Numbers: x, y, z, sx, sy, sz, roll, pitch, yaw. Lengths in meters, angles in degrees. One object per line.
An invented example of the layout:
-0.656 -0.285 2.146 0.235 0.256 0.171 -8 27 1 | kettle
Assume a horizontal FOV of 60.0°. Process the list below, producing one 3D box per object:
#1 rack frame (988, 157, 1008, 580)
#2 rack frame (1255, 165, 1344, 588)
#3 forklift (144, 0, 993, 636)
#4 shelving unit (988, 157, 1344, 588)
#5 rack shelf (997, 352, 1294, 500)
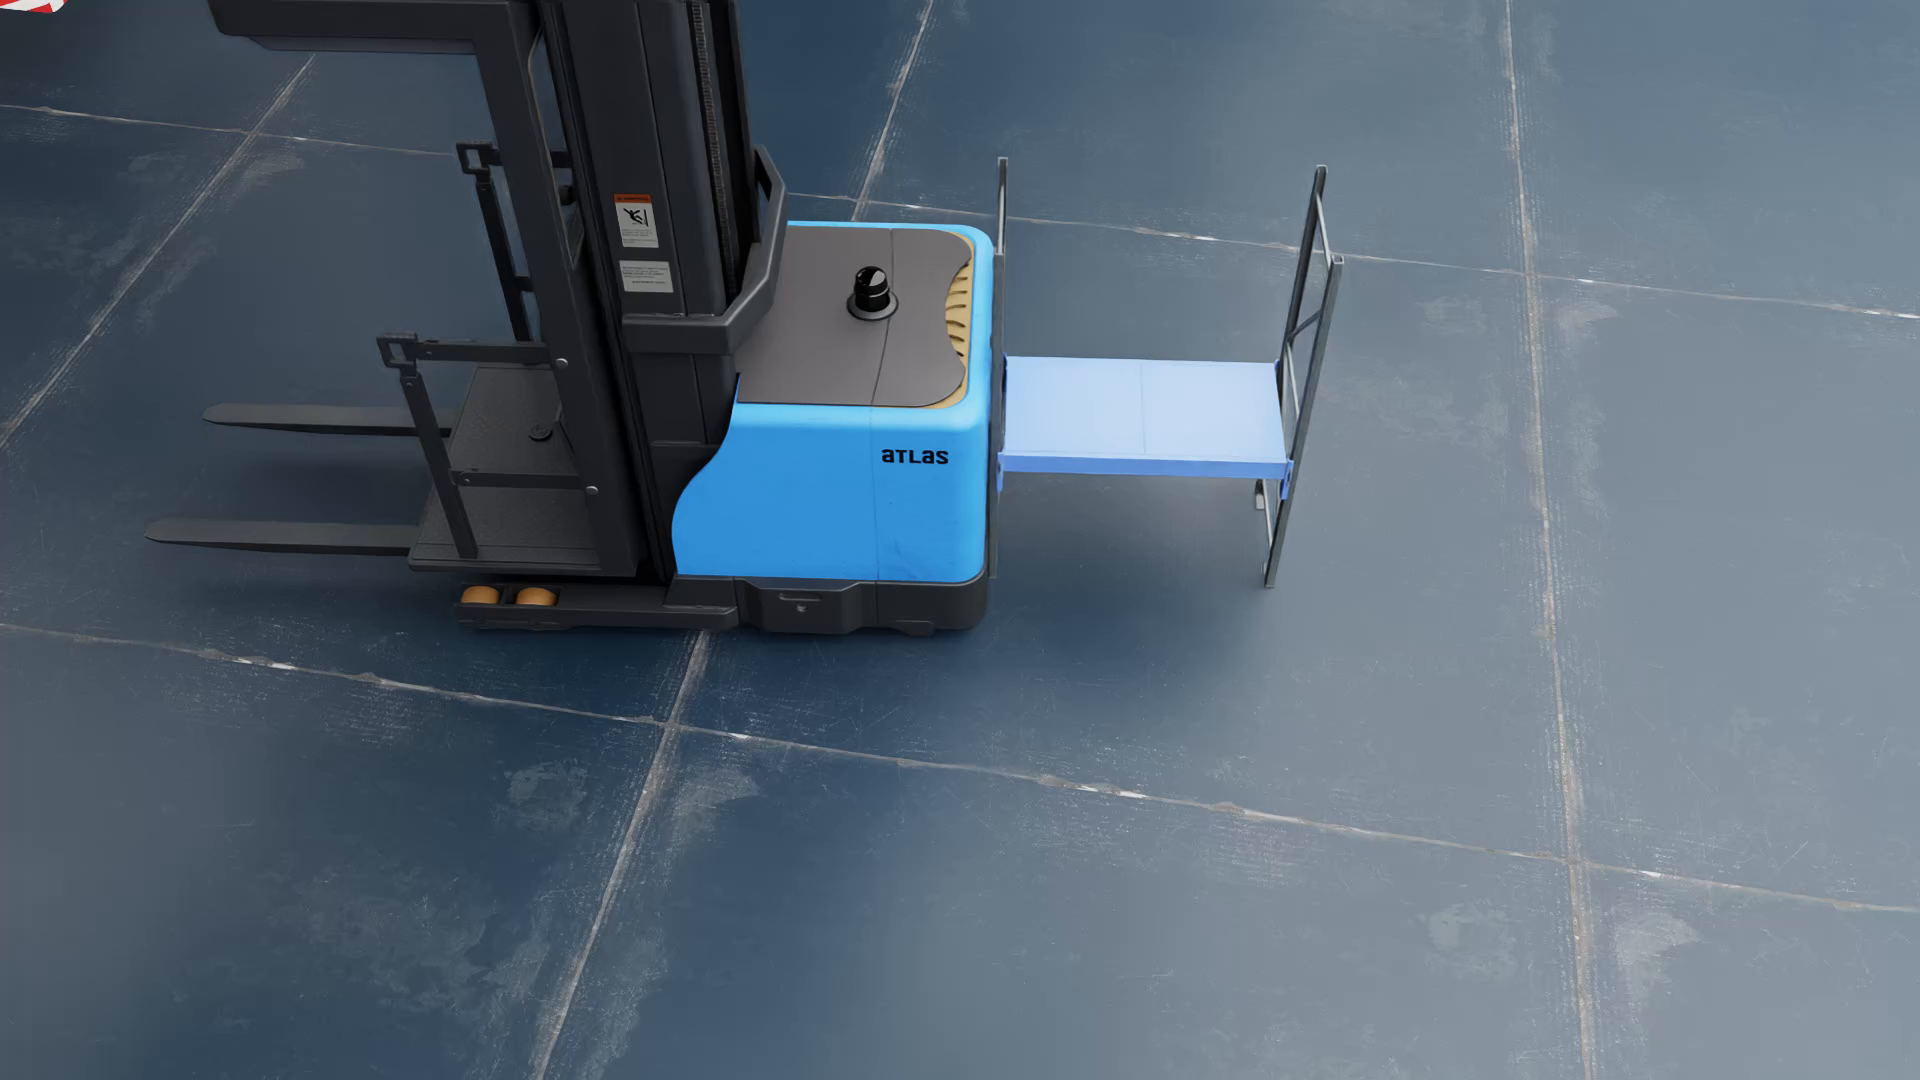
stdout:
0.128 -0.542 5.728 0.032 1.500 0.500 2 48 2 | rack frame
1.144 -0.512 5.701 0.032 1.500 0.500 2 48 2 | rack frame
-1.403 -1.047 5.220 3.031 2.935 1.130 2 48 2 | forklift
0.636 -0.527 5.715 1.048 1.500 0.538 2 48 2 | shelving unit
0.636 -0.406 5.849 1.000 0.185 0.538 2 48 2 | rack shelf
